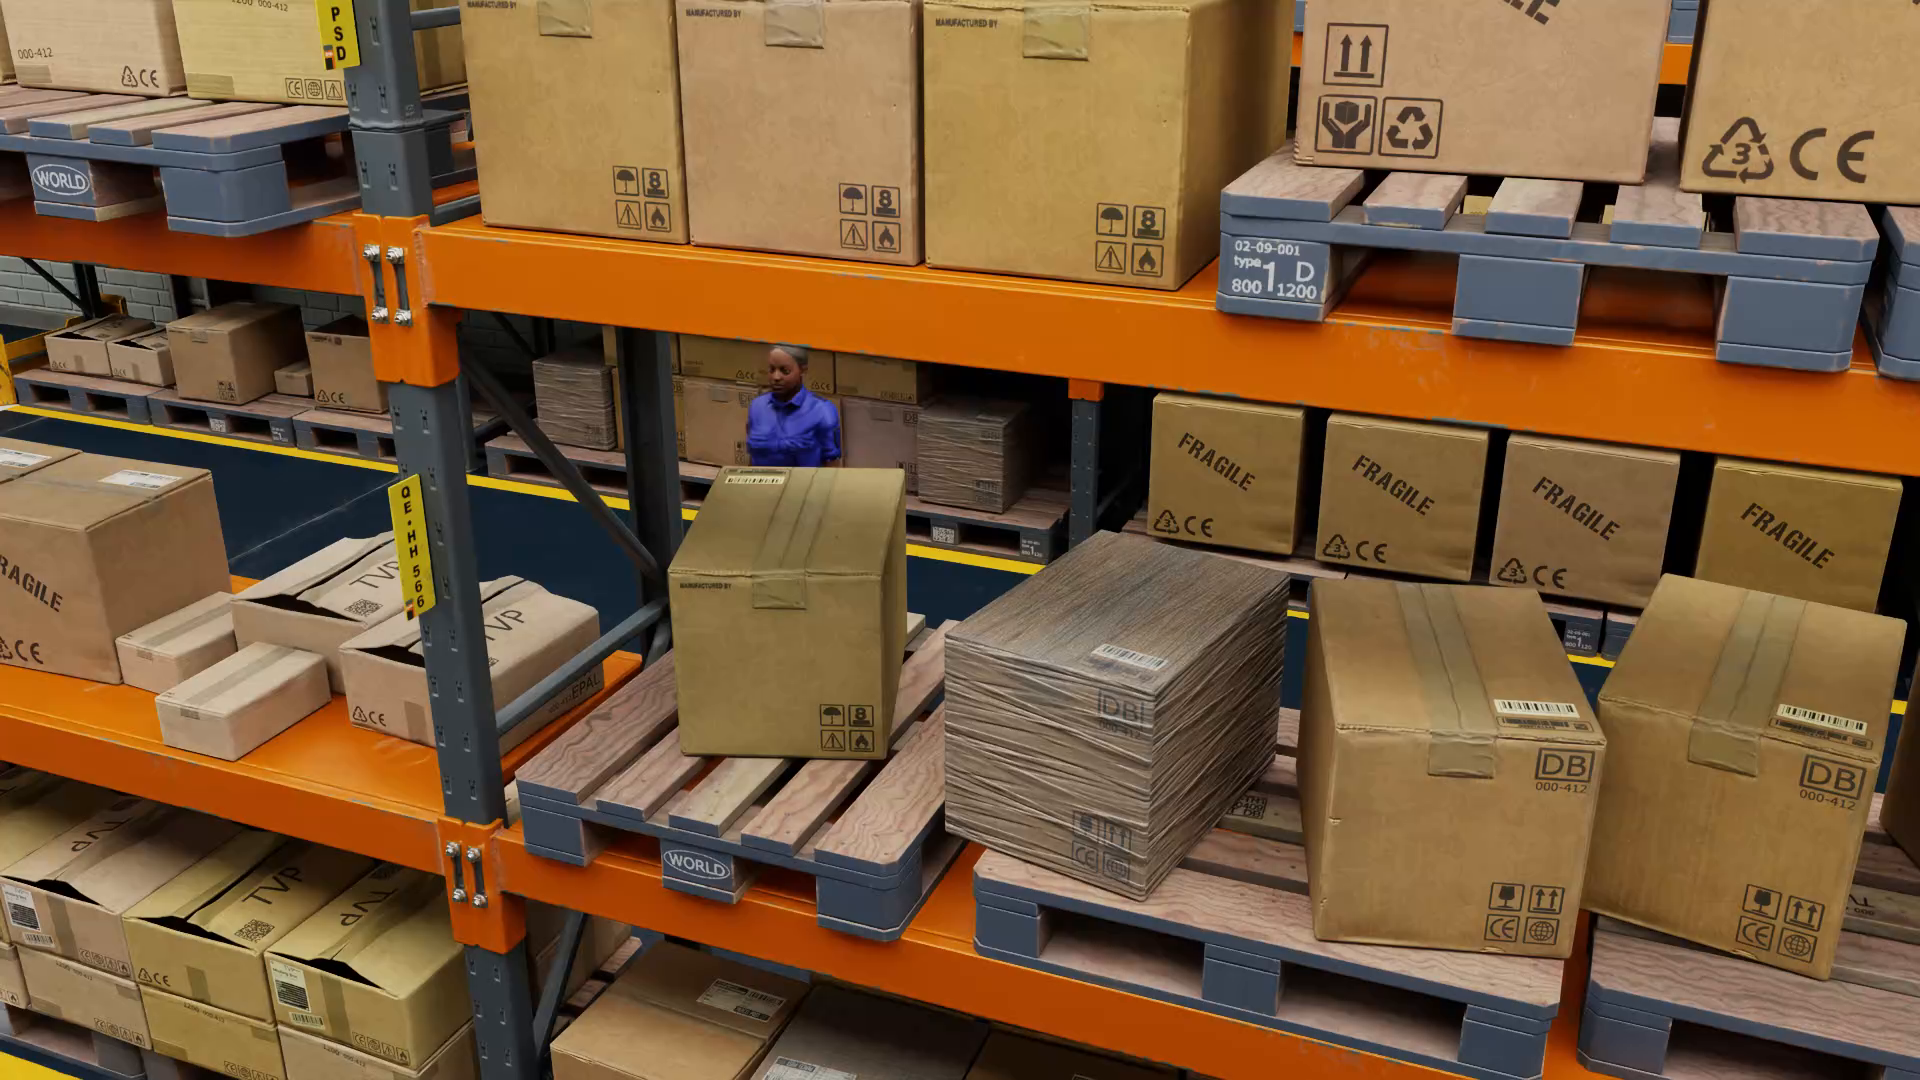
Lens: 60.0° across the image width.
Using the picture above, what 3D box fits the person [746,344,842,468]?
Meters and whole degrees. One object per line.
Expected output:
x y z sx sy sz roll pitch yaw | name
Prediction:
-0.708 -0.061 7.231 0.501 1.669 0.349 9 24 20 | person
